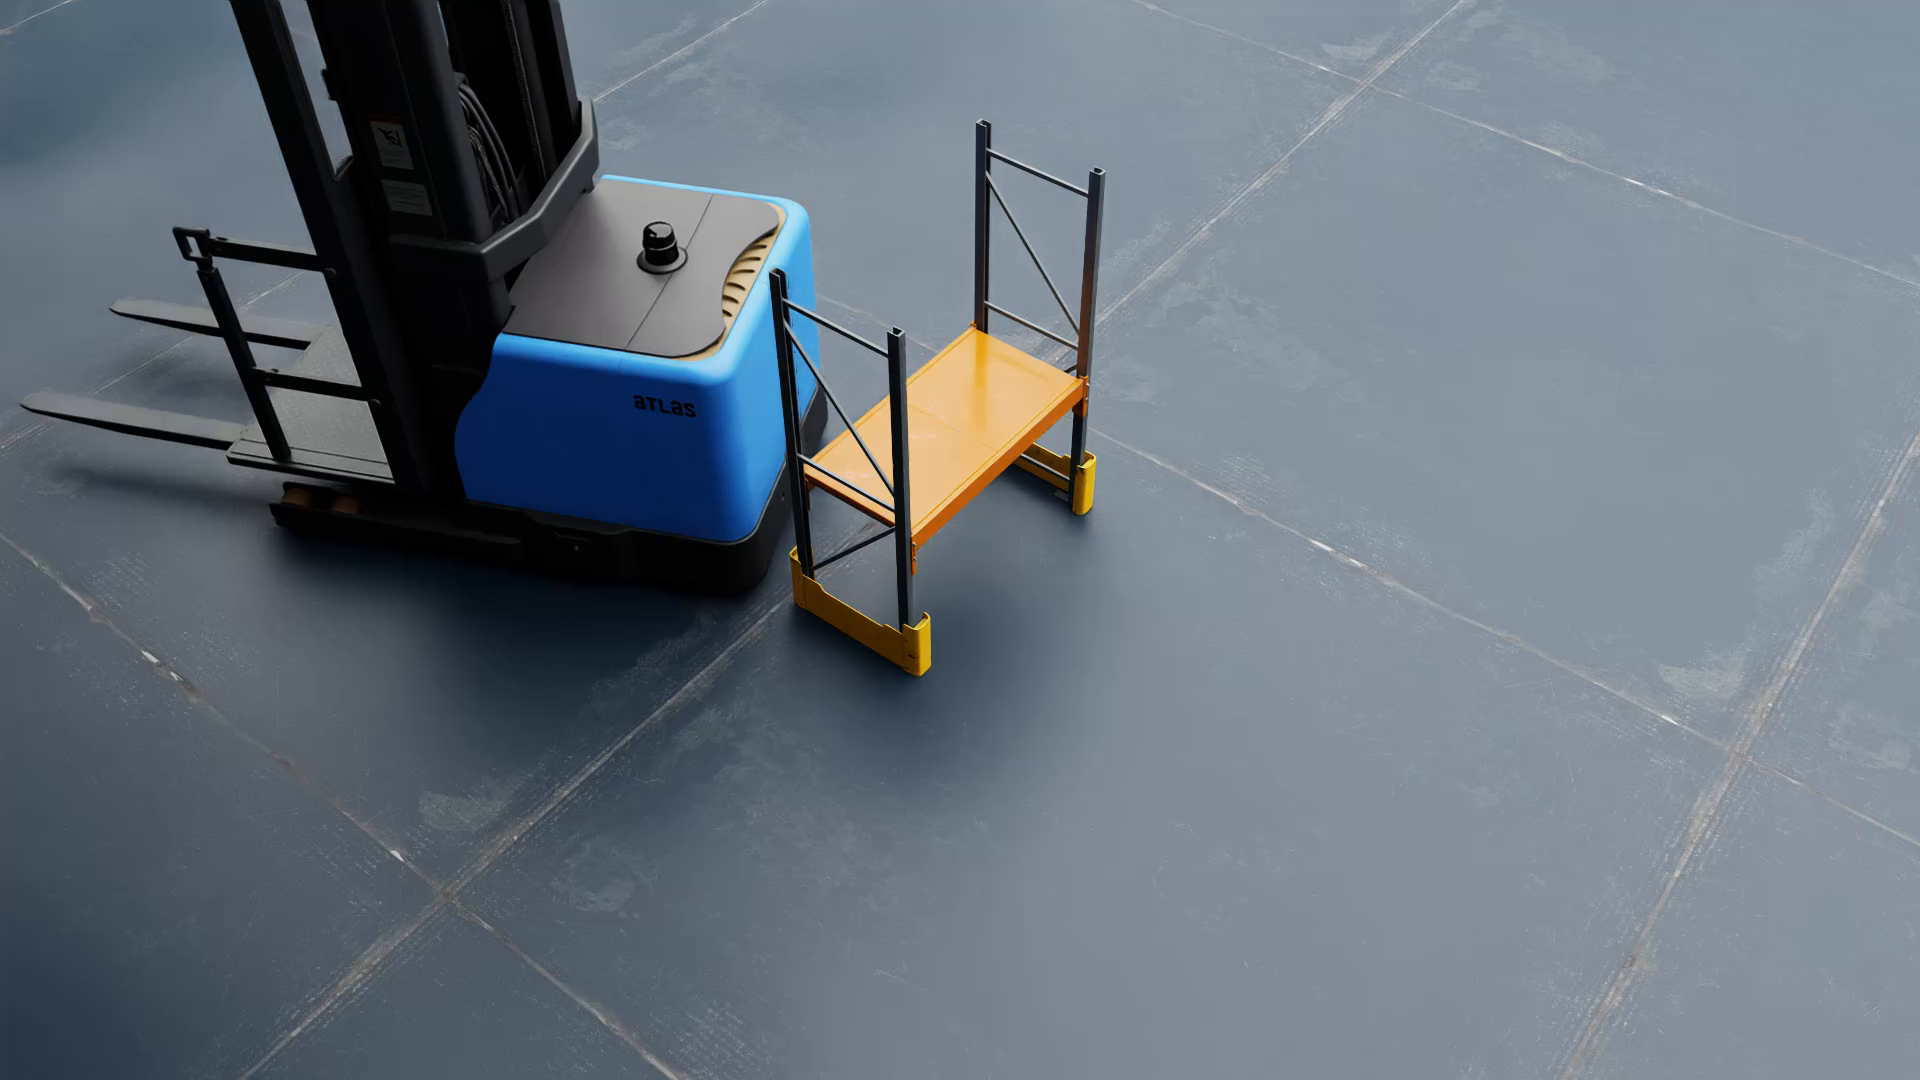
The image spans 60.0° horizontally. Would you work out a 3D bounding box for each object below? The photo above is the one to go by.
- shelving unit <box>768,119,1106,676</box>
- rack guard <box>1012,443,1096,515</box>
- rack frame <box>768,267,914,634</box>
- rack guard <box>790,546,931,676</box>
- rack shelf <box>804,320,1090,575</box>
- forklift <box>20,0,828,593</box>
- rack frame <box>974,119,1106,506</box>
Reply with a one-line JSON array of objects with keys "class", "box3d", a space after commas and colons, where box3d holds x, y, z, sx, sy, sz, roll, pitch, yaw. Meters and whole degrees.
[{"class": "shelving unit", "box3d": [-0.047, -0.474, 5.666, 0.587, 1.500, 1.083, 29, 53, 25]}, {"class": "rack guard", "box3d": [0.258, -0.328, 6.390, 0.587, 0.250, 0.087, 29, 53, 25]}, {"class": "rack frame", "box3d": [-0.363, -0.178, 5.383, 0.500, 1.500, 0.032, 29, 53, 25]}, {"class": "rack guard", "box3d": [-0.351, 0.242, 5.846, 0.587, 0.250, 0.087, 29, 53, 25]}, {"class": "rack shelf", "box3d": [-0.052, -0.345, 5.791, 0.538, 0.185, 1.000, 29, 53, 25]}, {"class": "forklift", "box3d": [-2.096, -1.377, 5.538, 3.031, 2.935, 1.130, 9, 47, 9]}, {"class": "rack frame", "box3d": [0.259, -0.760, 5.939, 0.500, 1.500, 0.032, 29, 53, 25]}]
